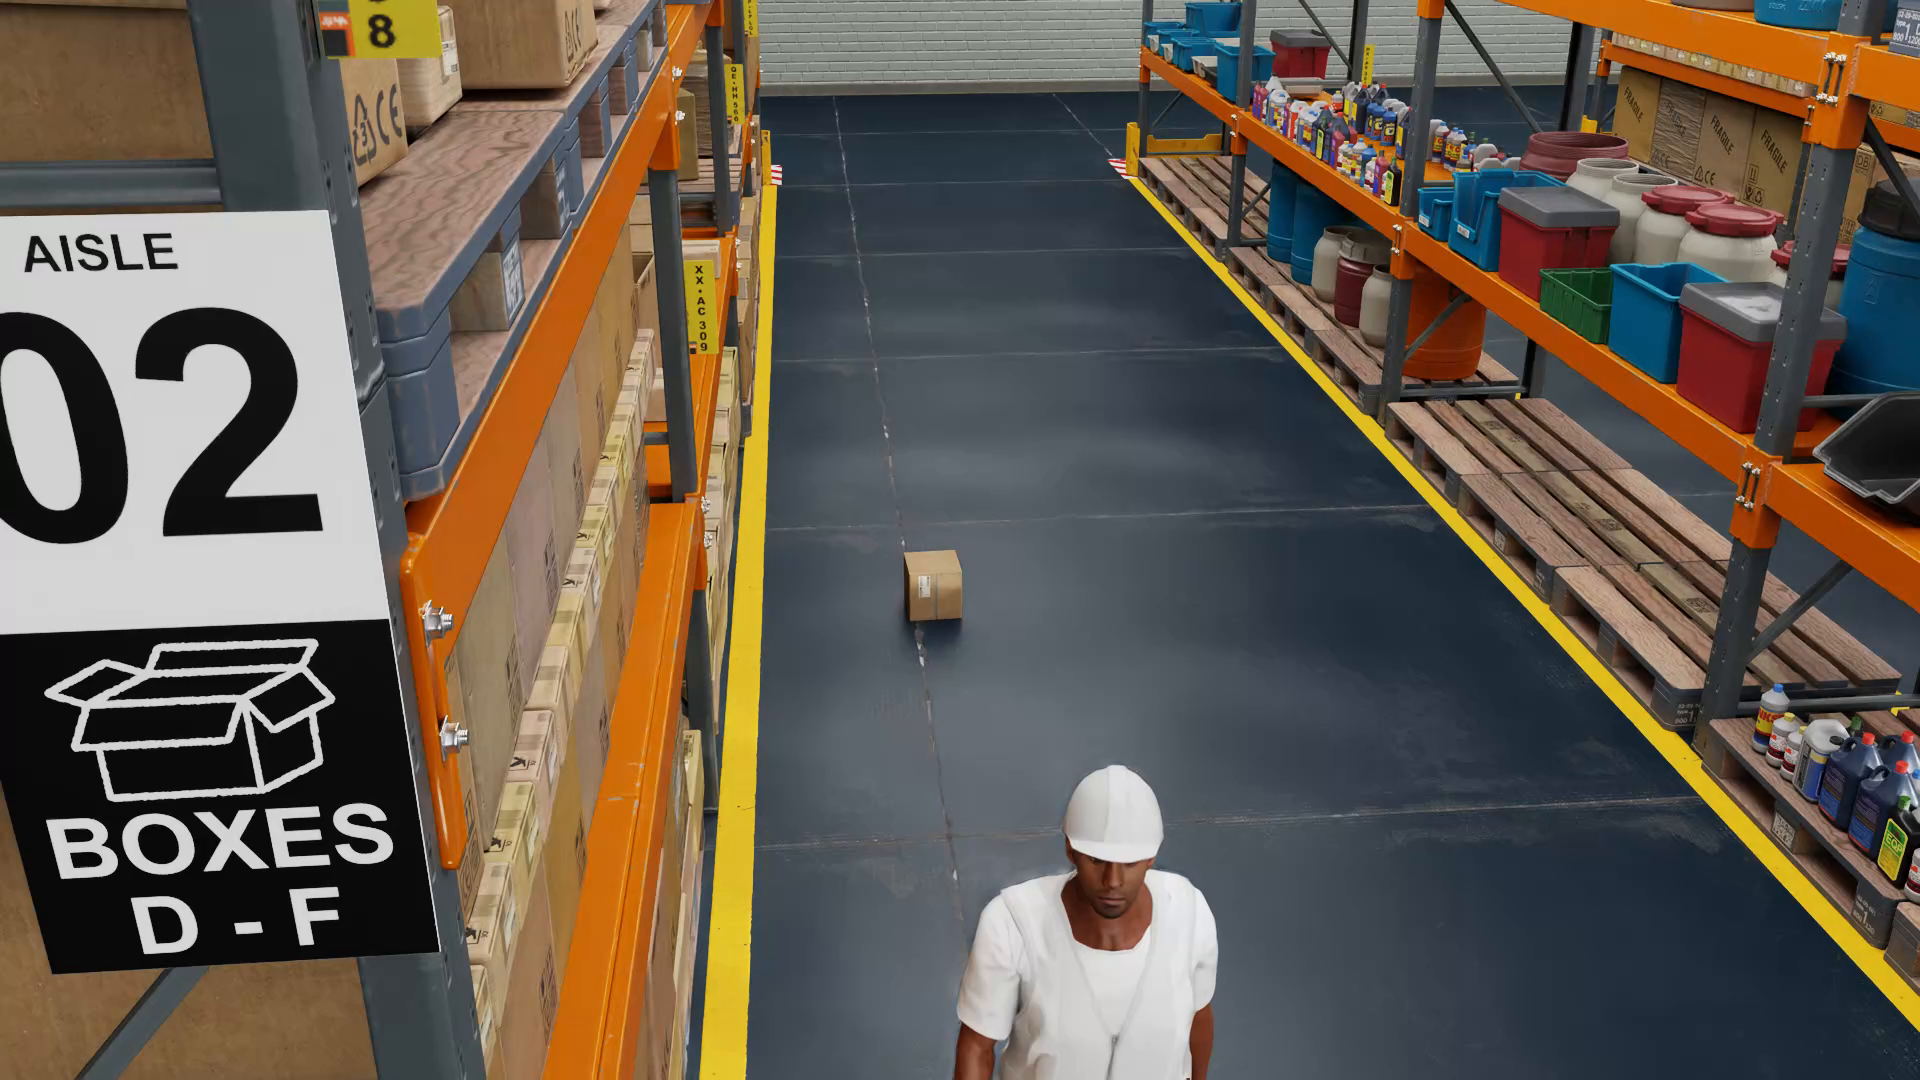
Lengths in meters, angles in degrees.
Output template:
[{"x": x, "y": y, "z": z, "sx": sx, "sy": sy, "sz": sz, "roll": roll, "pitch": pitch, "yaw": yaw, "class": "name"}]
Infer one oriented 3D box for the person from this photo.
[{"x": 0.279, "y": 1.292, "z": 3.622, "sx": 0.587, "sy": 1.728, "sz": 1.025, "roll": 0, "pitch": 24, "yaw": 0, "class": "person"}]
